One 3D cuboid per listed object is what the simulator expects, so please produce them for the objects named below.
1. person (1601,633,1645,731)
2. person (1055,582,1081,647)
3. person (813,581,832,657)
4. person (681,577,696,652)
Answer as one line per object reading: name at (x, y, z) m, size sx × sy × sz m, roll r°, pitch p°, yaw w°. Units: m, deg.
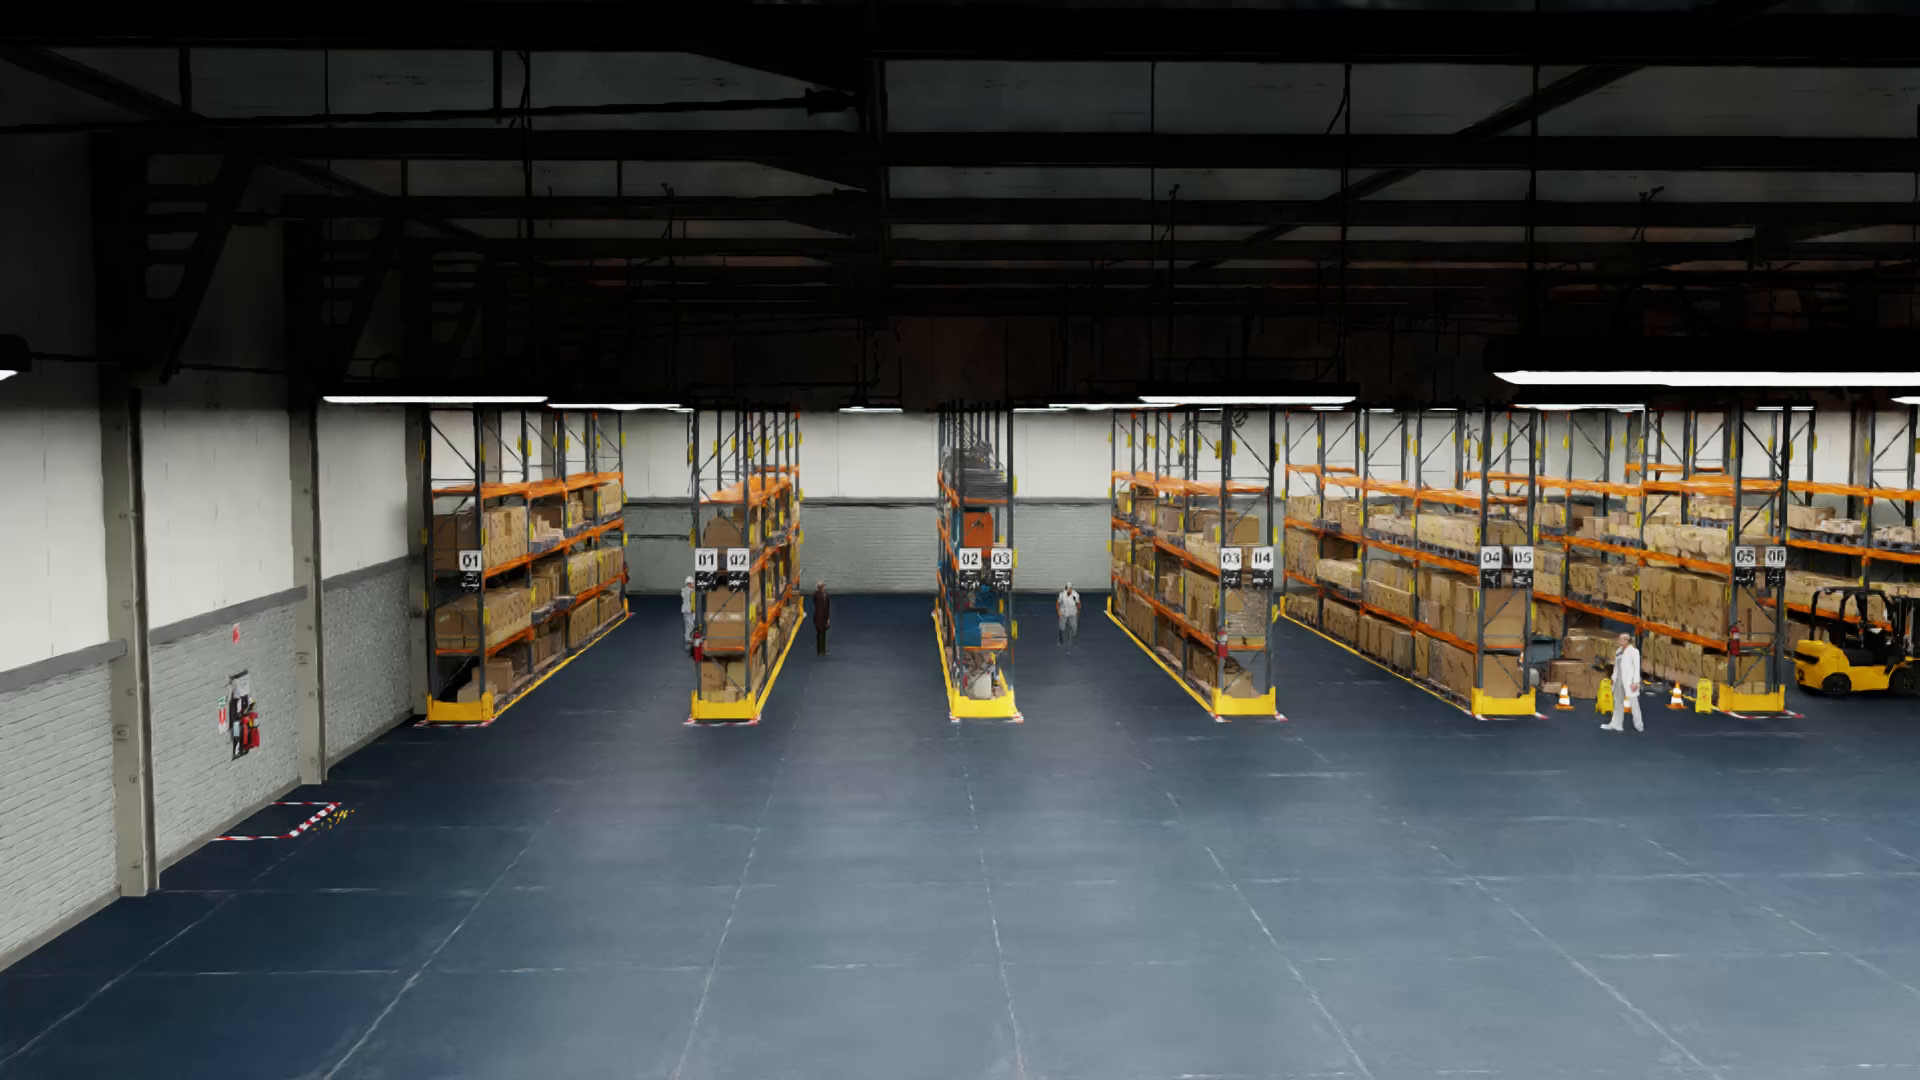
person at (12.030, 2.557, 30.005) m, size 0.589 × 1.777 × 0.709 m, roll -2°, pitch 5°, yaw -21°
person at (2.659, 1.830, 40.803) m, size 0.625 × 1.611 × 0.582 m, roll 0°, pitch 4°, yaw -4°
person at (-3.214, 1.841, 39.207) m, size 0.514 × 1.785 × 0.638 m, roll -3°, pitch 5°, yaw -31°
person at (-6.469, 1.772, 40.051) m, size 0.442 × 1.791 × 0.606 m, roll -3°, pitch 5°, yaw -33°
